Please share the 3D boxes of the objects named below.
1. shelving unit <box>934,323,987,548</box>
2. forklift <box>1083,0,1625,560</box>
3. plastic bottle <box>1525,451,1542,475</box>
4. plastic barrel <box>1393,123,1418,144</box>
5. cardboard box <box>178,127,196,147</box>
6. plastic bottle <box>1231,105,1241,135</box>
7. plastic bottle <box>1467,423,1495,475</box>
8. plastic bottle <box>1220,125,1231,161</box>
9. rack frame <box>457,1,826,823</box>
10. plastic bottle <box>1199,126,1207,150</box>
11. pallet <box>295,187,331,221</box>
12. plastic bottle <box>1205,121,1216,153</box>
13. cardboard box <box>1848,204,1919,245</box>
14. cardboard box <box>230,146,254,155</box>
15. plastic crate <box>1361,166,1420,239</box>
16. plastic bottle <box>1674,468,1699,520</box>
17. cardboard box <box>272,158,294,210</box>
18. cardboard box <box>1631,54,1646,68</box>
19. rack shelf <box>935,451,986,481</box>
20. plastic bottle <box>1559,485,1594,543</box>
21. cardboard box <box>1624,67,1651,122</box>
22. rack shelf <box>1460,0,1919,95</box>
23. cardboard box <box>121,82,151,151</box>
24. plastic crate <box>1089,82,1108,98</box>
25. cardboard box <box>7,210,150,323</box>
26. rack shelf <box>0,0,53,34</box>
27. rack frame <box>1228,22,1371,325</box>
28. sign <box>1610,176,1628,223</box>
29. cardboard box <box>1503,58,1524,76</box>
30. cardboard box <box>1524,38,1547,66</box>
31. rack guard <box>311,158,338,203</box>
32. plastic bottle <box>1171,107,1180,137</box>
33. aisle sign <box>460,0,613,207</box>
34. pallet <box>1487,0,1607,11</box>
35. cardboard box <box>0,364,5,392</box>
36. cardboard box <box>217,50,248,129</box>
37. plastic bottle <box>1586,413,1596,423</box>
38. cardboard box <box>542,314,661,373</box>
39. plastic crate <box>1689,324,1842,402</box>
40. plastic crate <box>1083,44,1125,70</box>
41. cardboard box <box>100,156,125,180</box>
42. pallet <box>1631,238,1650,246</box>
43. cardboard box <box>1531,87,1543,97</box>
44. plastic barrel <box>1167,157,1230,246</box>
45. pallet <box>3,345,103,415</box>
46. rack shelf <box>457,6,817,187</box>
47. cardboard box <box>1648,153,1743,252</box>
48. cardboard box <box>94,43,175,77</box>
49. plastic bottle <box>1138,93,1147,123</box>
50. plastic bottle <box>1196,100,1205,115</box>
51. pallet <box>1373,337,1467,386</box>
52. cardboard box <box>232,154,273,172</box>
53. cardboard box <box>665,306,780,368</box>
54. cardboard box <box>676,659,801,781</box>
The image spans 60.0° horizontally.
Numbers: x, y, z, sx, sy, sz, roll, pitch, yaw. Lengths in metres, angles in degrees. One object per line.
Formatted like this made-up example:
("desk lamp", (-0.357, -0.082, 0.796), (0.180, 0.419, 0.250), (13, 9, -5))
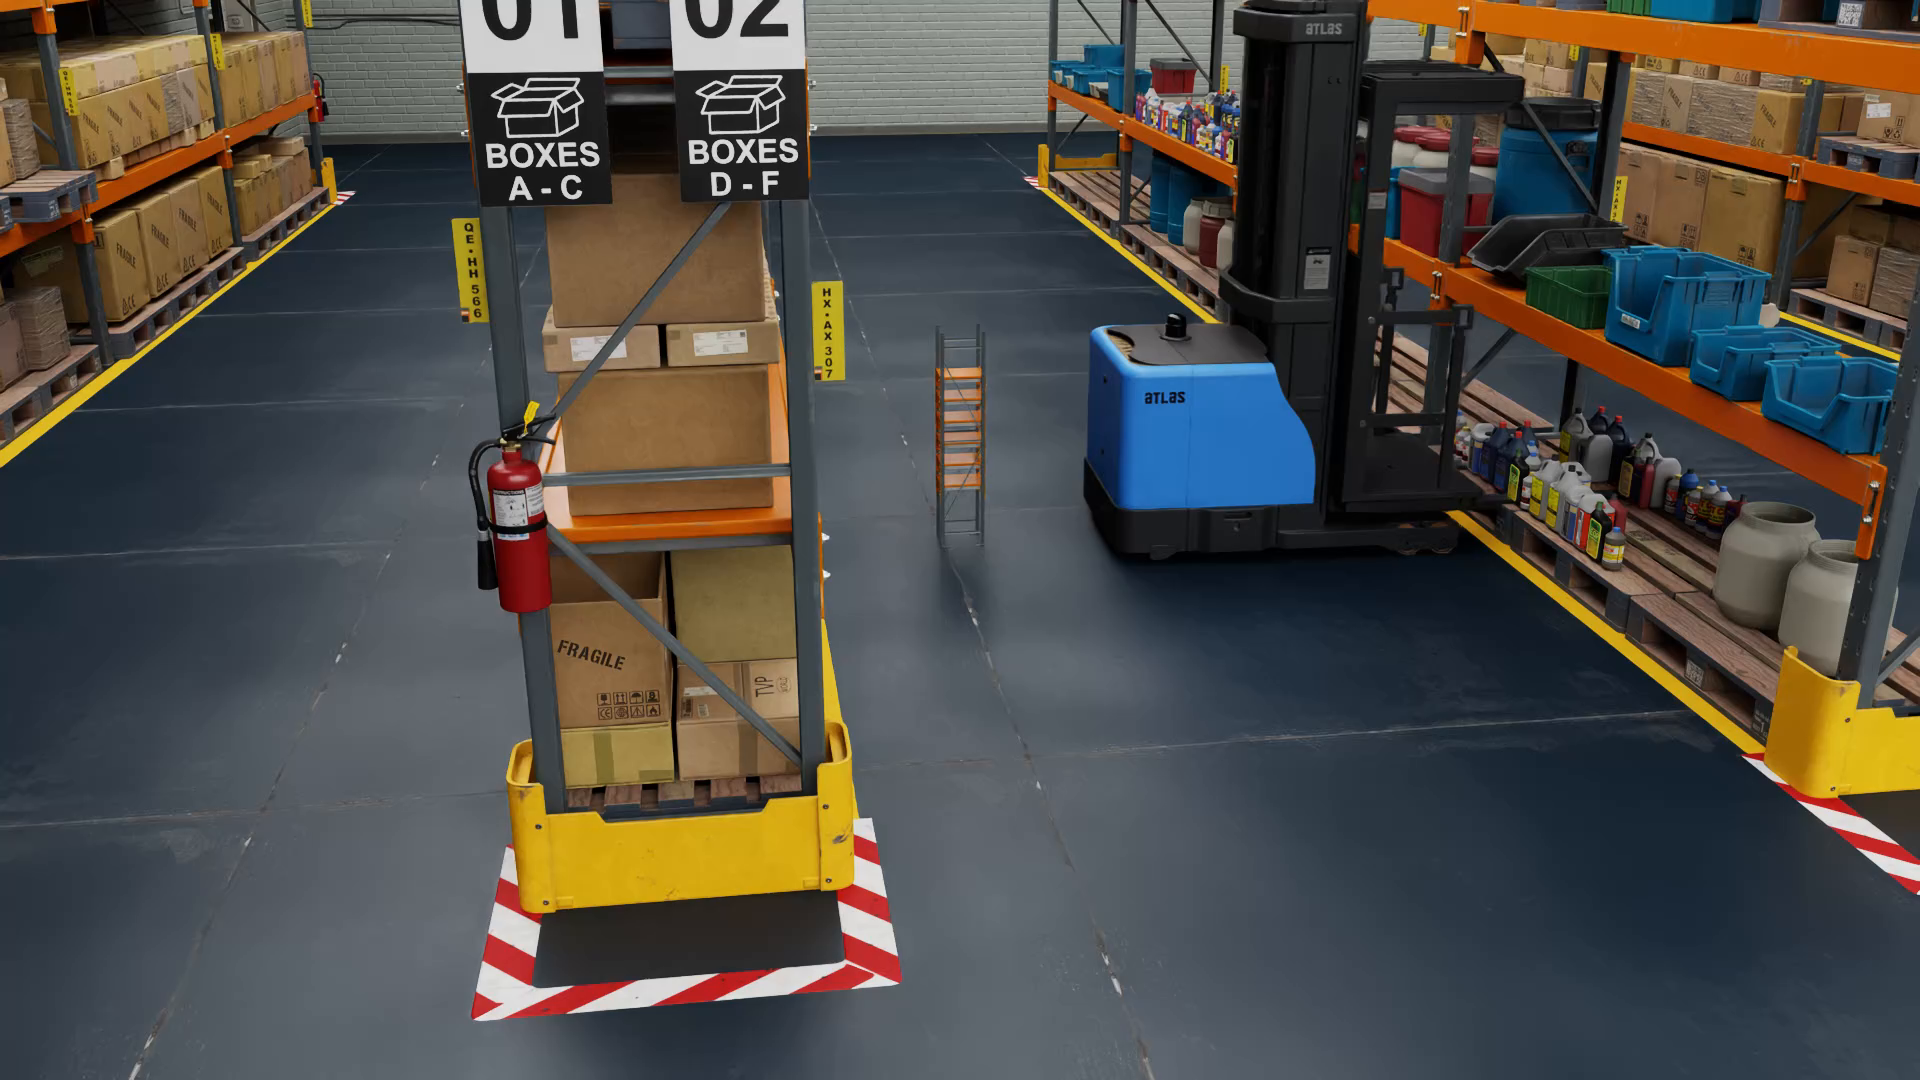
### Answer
("shelving unit", (0.002, -0.557, 8.993), (0.258, 1.200, 0.189), (-3, 21, -8))
("forklift", (2.272, -1.472, 8.969), (3.031, 2.935, 1.130), (-2, 21, -6))
("plastic bottle", (3.141, -0.354, 9.147), (0.097, 0.271, 0.097), (0, 20, 0))
("plastic barrel", (3.193, -2.787, 12.230), (0.421, 0.512, 0.421), (0, 20, 0))
("cardboard box", (-7.130, -3.633, 14.987), (0.380, 0.149, 0.250), (-3, 21, -8))
("plastic bottle", (2.630, -3.989, 15.794), (0.097, 0.271, 0.097), (0, 20, 0))
("plastic bottle", (3.035, -0.528, 9.606), (0.152, 0.276, 0.135), (-2, 21, -6))
("plastic bottle", (2.259, -3.369, 14.117), (0.061, 0.283, 0.133), (-3, 21, -8))
("rack frame", (-0.976, -0.207, 5.484), (1.000, 3.000, 0.127), (-3, 21, -8))
("plastic bottle", (2.176, -3.574, 14.782), (0.097, 0.201, 0.097), (0, 20, 0))
("pallet", (-7.991, -3.916, 19.401), (1.003, 0.211, 1.213), (-3, 21, -8))
("plastic bottle", (2.204, -3.539, 14.589), (0.097, 0.271, 0.097), (0, 20, 0))
("cardboard box", (7.800, -2.631, 13.846), (0.500, 0.250, 0.500), (-2, 21, -6))
("cardboard box", (-8.053, -4.271, 18.410), (0.380, 0.149, 0.250), (-3, 21, -7))
("plastic crate", (2.883, -2.199, 10.840), (0.392, 0.384, 0.575), (-3, 21, -8))
("plastic bottle", (3.880, -0.251, 8.870), (0.097, 0.271, 0.097), (0, 20, 0))
("cardboard box", (-7.839, -3.937, 18.442), (0.700, 0.500, 0.500), (-4, 21, -10))
("cardboard box", (7.198, -5.156, 17.158), (0.797, 0.503, 0.637), (-3, 21, -9))
("rack shelf", (0.002, -0.403, 9.050), (0.258, 0.103, 0.180), (-3, 21, -8))
("plastic bottle", (3.198, -0.136, 8.558), (0.152, 0.276, 0.135), (-3, 21, -9))
("cardboard box", (6.990, -4.561, 16.998), (0.500, 0.500, 0.500), (-3, 21, -8))
("rack shelf", (3.638, -2.216, 7.604), (1.077, 0.370, 4.000), (-3, 21, -8))
("cardboard box", (-6.984, -3.456, 13.586), (0.500, 0.500, 0.500), (-3, 21, -8))
("plastic crate", (1.648, -5.103, 18.882), (0.293, 0.136, 0.466), (-3, 21, -8))
("cardboard box", (-7.007, -2.177, 13.229), (0.750, 0.750, 0.750), (-3, 21, -8))
("rack shelf", (-6.742, -3.102, 9.974), (1.077, 0.370, 4.000), (-3, 21, -8))
("rack frame", (2.773, -3.225, 13.565), (1.000, 3.000, 0.127), (-3, 21, -8))
("sign", (3.895, -1.994, 9.873), (0.100, 0.325, 0.005), (-3, 21, -8))
("cardboard box", (6.623, -5.425, 19.243), (0.500, 0.250, 0.500), (-2, 21, -7))
("cardboard box", (6.698, -5.600, 18.640), (0.500, 0.500, 0.500), (-3, 21, -7))
("rack guard", (-8.187, -4.333, 20.103), (1.175, 0.500, 0.348), (-3, 21, -8))
("plastic bottle", (2.042, -3.928, 15.631), (0.097, 0.271, 0.097), (0, 20, 0))
("aisle sign", (-1.257, -1.387, 4.928), (0.394, 0.787, 0.004), (-3, 21, -8))
("pallet", (3.550, -2.912, 8.710), (1.213, 0.211, 1.003), (-3, 21, -8))
("cardboard box", (-6.817, -1.159, 10.977), (0.700, 0.500, 0.500), (-3, 21, -8))
("cardboard box", (-7.669, -4.440, 16.388), (0.980, 0.700, 0.700), (-3, 21, -7))
("plastic bottle", (3.745, -0.624, 9.854), (0.061, 0.283, 0.133), (-2, 21, -5))
("cardboard box", (-1.220, -0.681, 5.681), (0.380, 0.149, 0.250), (-3, 21, -9))
("plastic crate", (3.470, -0.769, 7.201), (0.499, 0.251, 0.408), (-3, 21, -8))
("plastic crate", (1.853, -5.934, 20.679), (0.616, 0.435, 0.499), (-3, 21, -8))
("cardboard box", (-6.831, -2.927, 13.097), (0.380, 0.149, 0.250), (-2, 21, -6))
("pallet", (7.462, -2.867, 16.591), (1.003, 0.211, 1.213), (-3, 21, -8))
("cardboard box", (6.655, -5.010, 18.701), (0.380, 0.149, 0.250), (-3, 21, -9))
("plastic barrel", (2.360, -3.390, 16.404), (0.600, 0.901, 0.708), (-3, 21, -8))
("pallet", (-6.920, -1.149, 11.991), (1.003, 0.211, 1.213), (-3, 21, -8))
("rack shelf", (-1.264, -1.968, 6.939), (1.077, 0.370, 4.000), (-3, 21, -8))
("cardboard box", (7.474, -3.226, 16.002), (1.225, 0.875, 0.875), (-3, 21, -8))
("cardboard box", (-7.149, -4.155, 14.384), (0.500, 0.250, 0.500), (-3, 21, -7))
("plastic bottle", (1.846, -4.361, 16.772), (0.061, 0.283, 0.133), (-3, 21, -8))
("plastic bottle", (2.452, -4.384, 16.952), (0.097, 0.201, 0.097), (0, 20, 0))
("pallet", (3.019, -1.228, 12.201), (1.003, 0.211, 1.213), (-3, 21, -8))
("cardboard box", (-7.558, -4.013, 17.719), (0.380, 0.149, 0.250), (-4, 21, -9))
("cardboard box", (-0.820, -0.705, 5.745), (0.380, 0.149, 0.250), (-3, 21, -8))
("cardboard box", (-0.833, 0.687, 6.418), (0.500, 0.250, 0.500), (-3, 21, -8))
